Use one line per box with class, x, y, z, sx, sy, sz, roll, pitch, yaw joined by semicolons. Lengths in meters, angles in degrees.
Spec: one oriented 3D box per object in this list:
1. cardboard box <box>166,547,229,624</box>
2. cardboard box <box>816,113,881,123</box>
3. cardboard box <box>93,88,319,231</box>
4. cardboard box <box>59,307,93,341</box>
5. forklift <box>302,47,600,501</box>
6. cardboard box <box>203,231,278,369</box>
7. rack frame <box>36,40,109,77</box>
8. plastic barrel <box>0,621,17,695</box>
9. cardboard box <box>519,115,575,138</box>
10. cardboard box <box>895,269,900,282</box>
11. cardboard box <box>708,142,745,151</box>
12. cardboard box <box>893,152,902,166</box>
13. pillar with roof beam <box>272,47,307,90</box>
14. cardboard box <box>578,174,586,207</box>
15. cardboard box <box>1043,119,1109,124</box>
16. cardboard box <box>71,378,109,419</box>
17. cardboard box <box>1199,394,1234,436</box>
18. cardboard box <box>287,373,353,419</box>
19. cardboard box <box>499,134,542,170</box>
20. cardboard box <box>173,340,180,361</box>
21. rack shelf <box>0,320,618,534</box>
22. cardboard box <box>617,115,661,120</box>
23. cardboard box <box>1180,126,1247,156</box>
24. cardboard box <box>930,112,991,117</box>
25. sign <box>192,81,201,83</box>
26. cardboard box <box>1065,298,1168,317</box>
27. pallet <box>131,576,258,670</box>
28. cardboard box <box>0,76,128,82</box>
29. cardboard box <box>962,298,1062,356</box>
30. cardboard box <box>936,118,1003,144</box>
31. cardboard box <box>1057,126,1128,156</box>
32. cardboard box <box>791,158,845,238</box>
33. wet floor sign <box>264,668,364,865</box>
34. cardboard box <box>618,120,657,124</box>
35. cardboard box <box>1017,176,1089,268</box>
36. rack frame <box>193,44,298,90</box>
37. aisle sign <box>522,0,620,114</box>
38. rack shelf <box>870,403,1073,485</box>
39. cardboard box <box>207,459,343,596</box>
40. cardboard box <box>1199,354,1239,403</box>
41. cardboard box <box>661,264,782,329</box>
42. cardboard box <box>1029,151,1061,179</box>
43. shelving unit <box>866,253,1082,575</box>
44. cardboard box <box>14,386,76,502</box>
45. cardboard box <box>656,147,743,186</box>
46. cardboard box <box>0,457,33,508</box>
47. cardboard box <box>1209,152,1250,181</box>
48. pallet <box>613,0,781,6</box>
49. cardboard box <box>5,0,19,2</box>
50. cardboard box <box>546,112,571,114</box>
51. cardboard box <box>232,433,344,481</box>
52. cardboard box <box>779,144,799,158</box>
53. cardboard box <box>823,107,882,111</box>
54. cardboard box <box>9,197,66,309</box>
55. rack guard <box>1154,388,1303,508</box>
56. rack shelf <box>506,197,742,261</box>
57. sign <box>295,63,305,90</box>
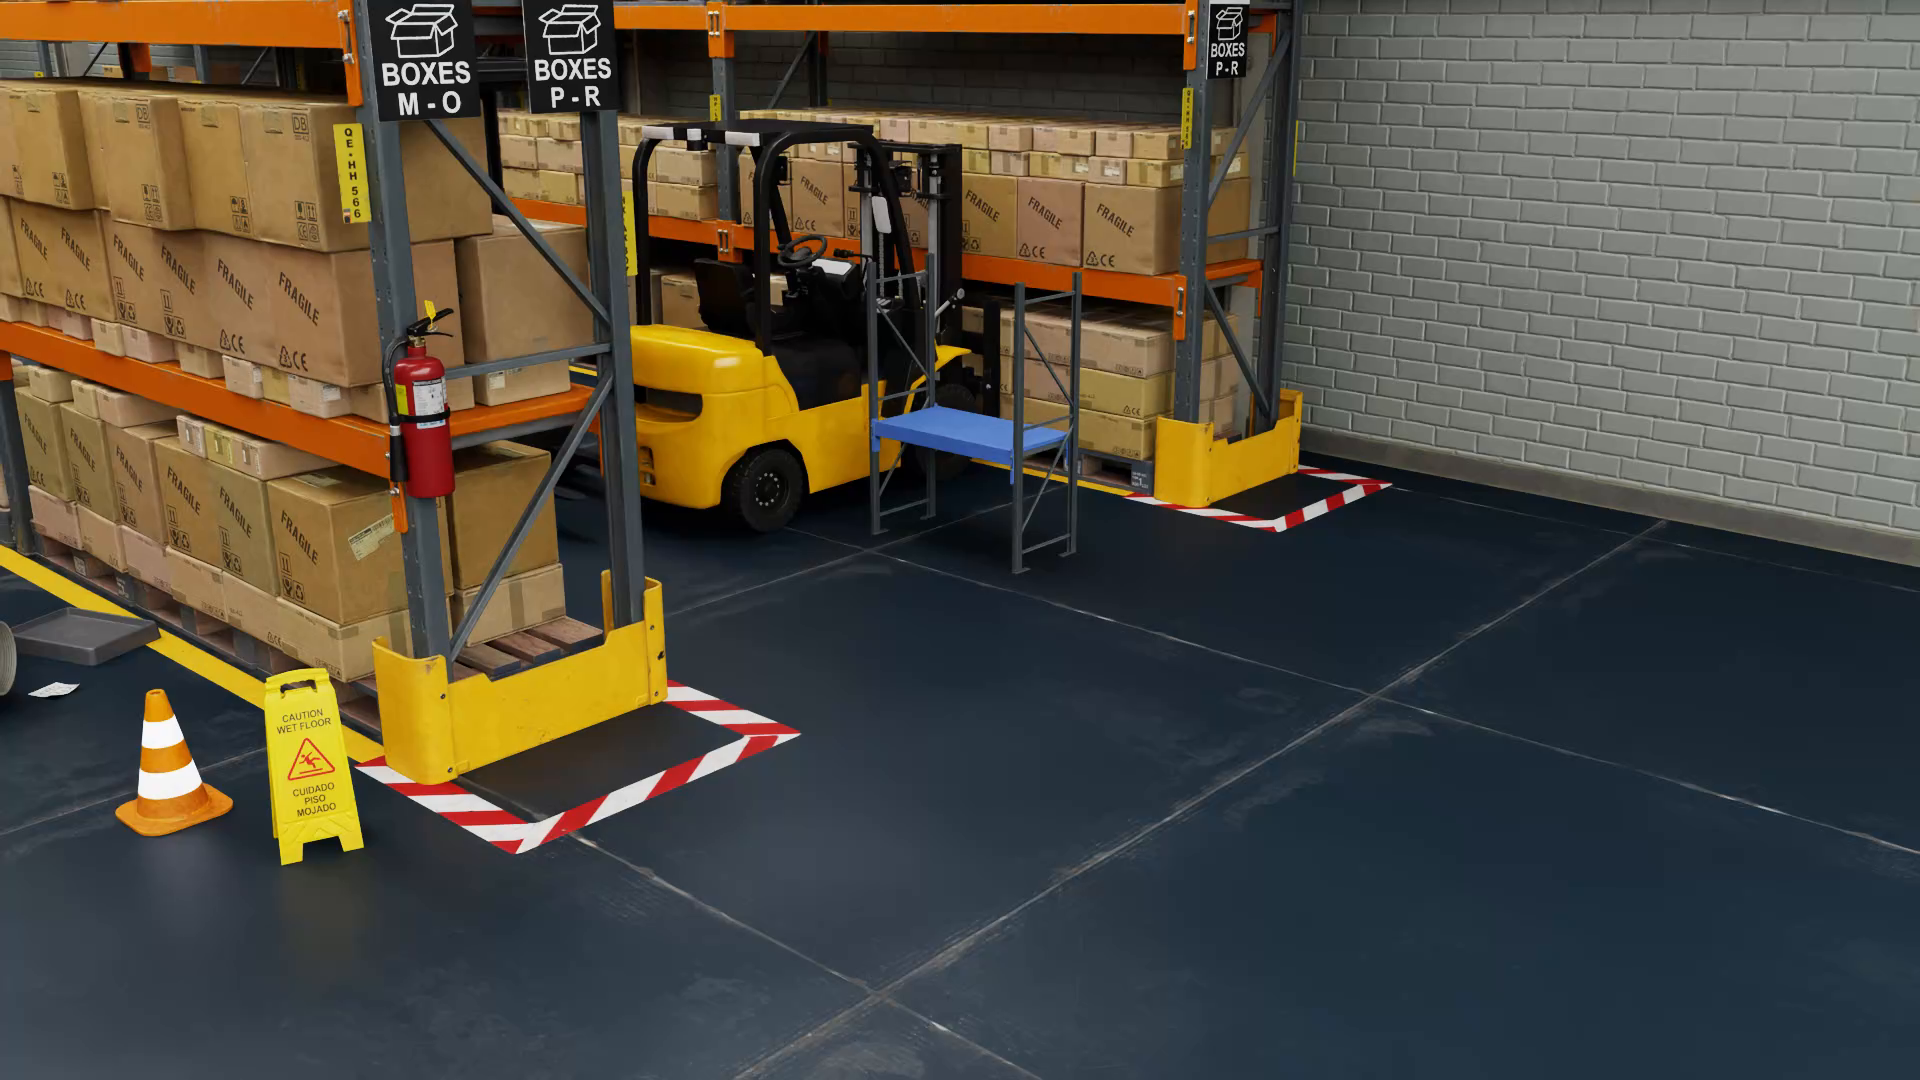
cardboard box;-3.227;0.143;7.552;0.500;0.250;0.500;14;22;37
cardboard box;-0.749;-2.794;11.228;0.250;0.149;0.380;16;23;40
cardboard box;-3.017;-1.558;6.751;0.500;0.500;0.700;15;23;39
cardboard box;-4.032;-1.061;7.910;0.250;0.149;0.380;16;24;41
forklift;-3.022;-1.776;9.863;3.031;2.935;1.130;14;23;38
cardboard box;-2.627;-0.994;6.627;0.500;0.500;0.500;15;23;39
rack frame;-10.342;-4.992;19.883;0.127;3.000;1.000;15;23;39
plastic barrel;-4.217;0.500;6.837;0.512;0.421;0.421;-3;18;-8
cardboard box;-3.343;-3.355;13.488;0.250;0.149;0.380;16;23;40
cardboard box;-0.481;-1.796;12.009;0.500;0.250;0.500;15;23;38
cardboard box;-1.770;-2.958;12.236;0.250;0.149;0.380;16;24;41
cardboard box;-0.365;-2.553;10.959;0.250;0.149;0.380;14;22;38
pillar with roof beam;-10.130;-6.418;14.459;0.400;9.000;9.100;15;23;39
cardboard box;-2.648;-2.760;13.097;0.500;0.250;0.500;15;23;40
cardboard box;0.747;-2.604;10.630;0.250;0.149;0.380;16;24;41
cardboard box;-3.957;-0.694;7.880;0.250;0.149;0.380;16;24;41
cardboard box;1.388;-0.812;10.563;0.500;0.250;0.500;15;23;39
cardboard box;-2.352;-0.589;6.423;0.250;0.149;0.380;15;23;39
cardboard box;-3.436;-3.198;13.653;0.500;0.250;0.500;14;23;38
cardboard box;-3.219;-0.874;7.323;0.250;0.149;0.380;15;23;39
rack shelf;-3.163;-0.715;7.594;4.000;0.370;1.077;15;23;39
cardboard box;-2.597;-3.375;13.551;0.250;0.149;0.380;15;23;40
cardboard box;1.516;-2.394;9.967;0.250;0.149;0.380;14;23;38
cardboard box;0.009;-2.821;11.313;0.250;0.149;0.380;15;23;39
sign;-7.705;-4.477;16.830;0.005;0.325;0.100;15;23;39
cardboard box;1.015;-1.385;10.714;0.500;0.250;0.500;15;23;39
pallet;-3.216;0.242;8.001;1.213;0.211;1.003;15;23;39
cardboard box;-4.473;-1.988;8.106;0.500;0.500;0.700;15;23;39
cardboard box;0.304;-1.368;10.662;0.500;0.250;0.500;15;23;40
cardboard box;0.066;-2.609;10.645;0.250;0.149;0.380;15;23;40
cardboard box;0.799;-2.391;9.959;0.250;0.149;0.380;16;23;40
cardboard box;-0.808;-2.381;11.492;0.500;0.500;0.500;16;23;40
wet floor sign;-2.235;0.746;5.693;0.267;0.644;0.232;-9;20;-27
cardboard box;-2.562;-3.156;12.861;0.250;0.149;0.380;14;23;38
cardboard box;0.701;-1.973;10.205;0.500;0.500;0.500;16;24;41
rack frame;-7.350;-4.189;17.353;0.127;3.000;1.000;15;23;39
aisle sign;-1.415;-1.953;6.008;0.004;0.787;0.394;15;23;39
rack shelf;0.064;-0.526;8.885;1.000;0.185;0.538;15;23;39
cardboard box;-2.832;-0.109;7.107;0.500;0.500;0.500;16;24;41
cardboard box;1.411;-1.049;10.483;0.500;0.250;0.500;16;23;40
cardboard box;-1.764;-1.753;12.909;0.625;0.625;0.875;16;24;42
cardboard box;0.638;-2.306;10.180;0.250;0.149;0.380;15;23;39
shelving unit;0.064;-0.698;8.831;1.048;1.500;0.538;15;23;39
cardboard box;-4.397;-0.527;8.424;0.500;0.500;0.500;16;24;42
cardboard box;-1.904;-2.790;12.367;0.500;0.250;0.500;14;23;38
cardboard box;-5.053;-0.511;9.414;0.625;0.372;0.950;15;23;40
cardboard box;1.544;-2.263;10.047;0.250;0.149;0.380;14;23;38
pallet;-2.035;-4.096;12.415;1.217;0.209;0.805;14;22;37
cardboard box;-4.171;-2.561;7.679;0.250;0.149;0.380;15;23;39
cardboard box;-3.328;-3.597;14.248;0.250;0.149;0.380;14;23;38
cardboard box;-2.758;-0.372;6.866;0.250;0.149;0.380;16;24;41
cardboard box;-1.108;-2.765;11.626;0.250;0.149;0.380;16;23;41
cardboard box;-0.767;-3.026;11.958;0.250;0.149;0.380;14;23;38
cardboard box;-4.124;-1.402;7.912;0.500;0.500;0.500;15;23;39
rack guard;1.643;-0.583;10.124;0.348;0.500;1.175;15;23;39
rack shelf;-2.863;-2.642;13.666;4.000;0.370;1.077;15;23;39
sign;-6.985;-4.867;17.576;0.005;0.325;0.100;15;23;39
